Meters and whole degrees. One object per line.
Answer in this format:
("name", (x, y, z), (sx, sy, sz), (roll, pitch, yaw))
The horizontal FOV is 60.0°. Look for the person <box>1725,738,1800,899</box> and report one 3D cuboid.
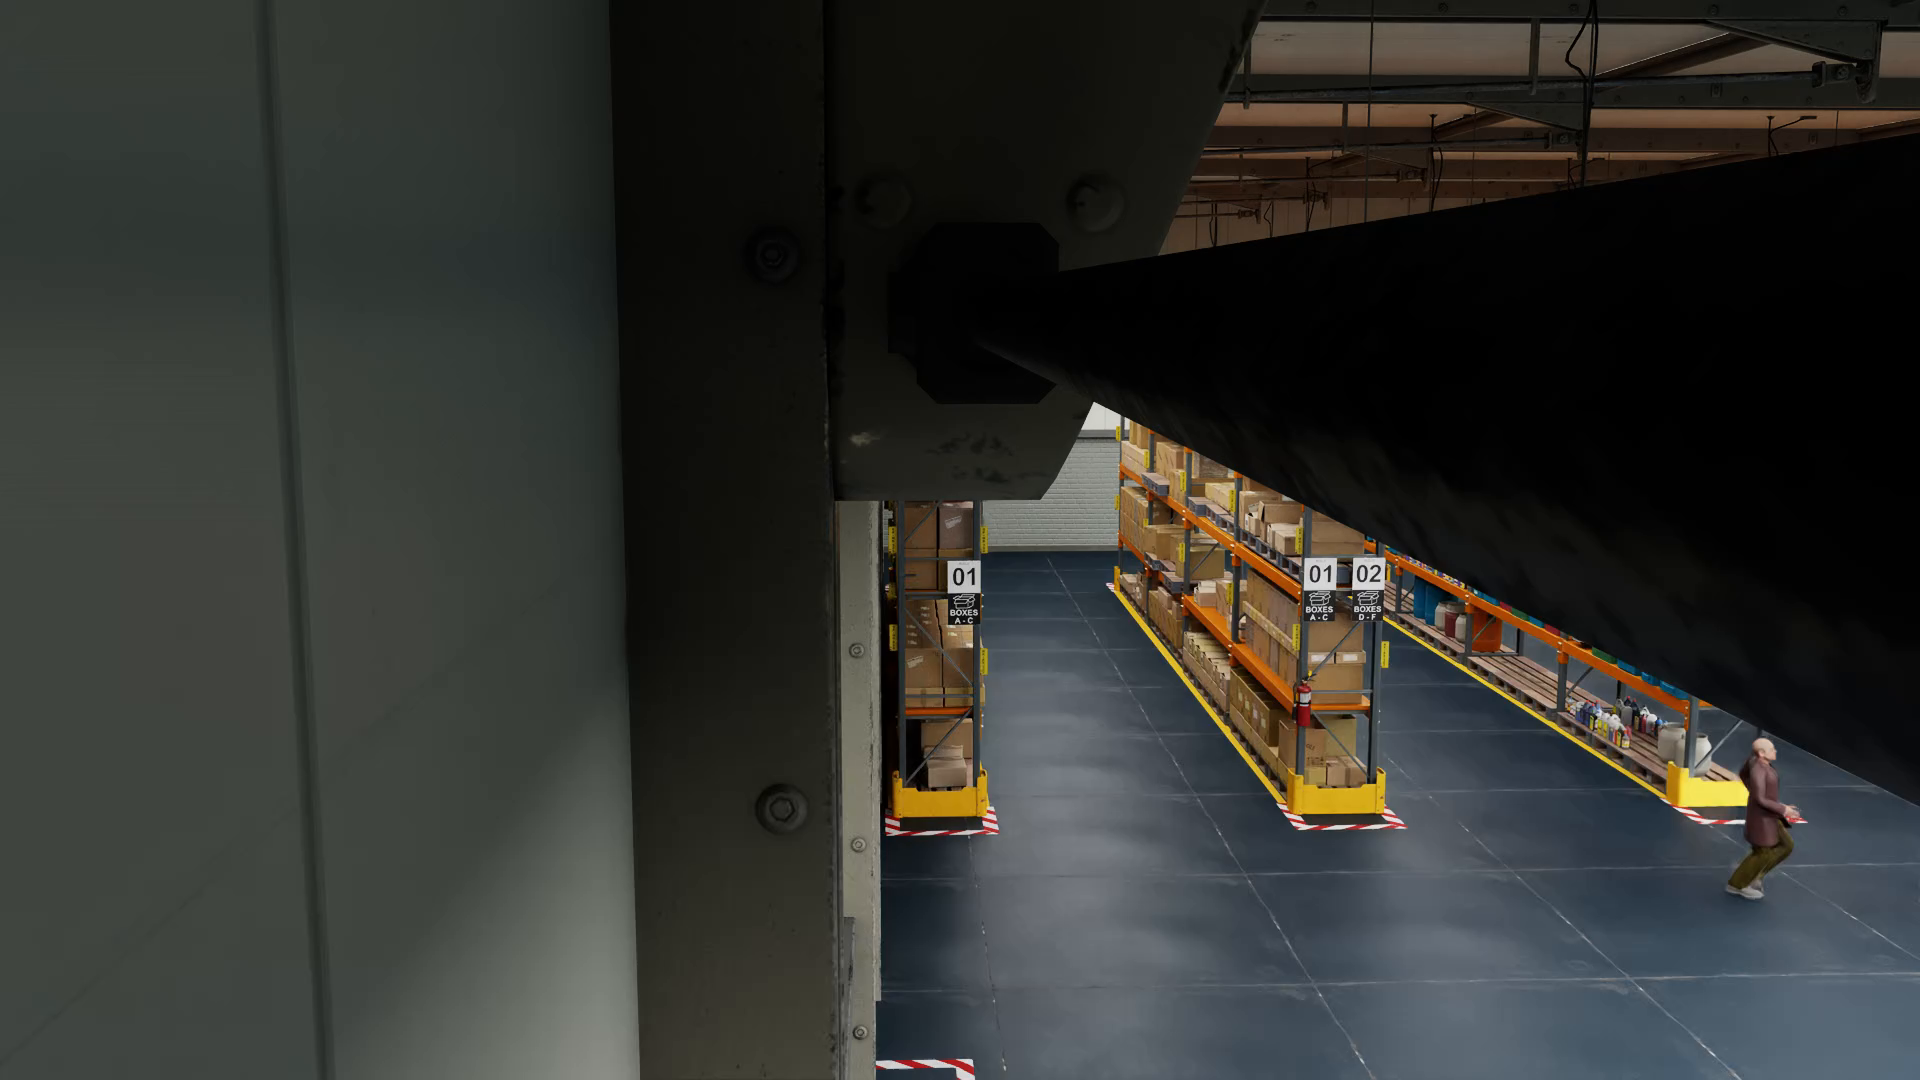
("person", (8.524, 2.945, 17.623), (0.660, 1.735, 0.722), (4, 9, 27))
